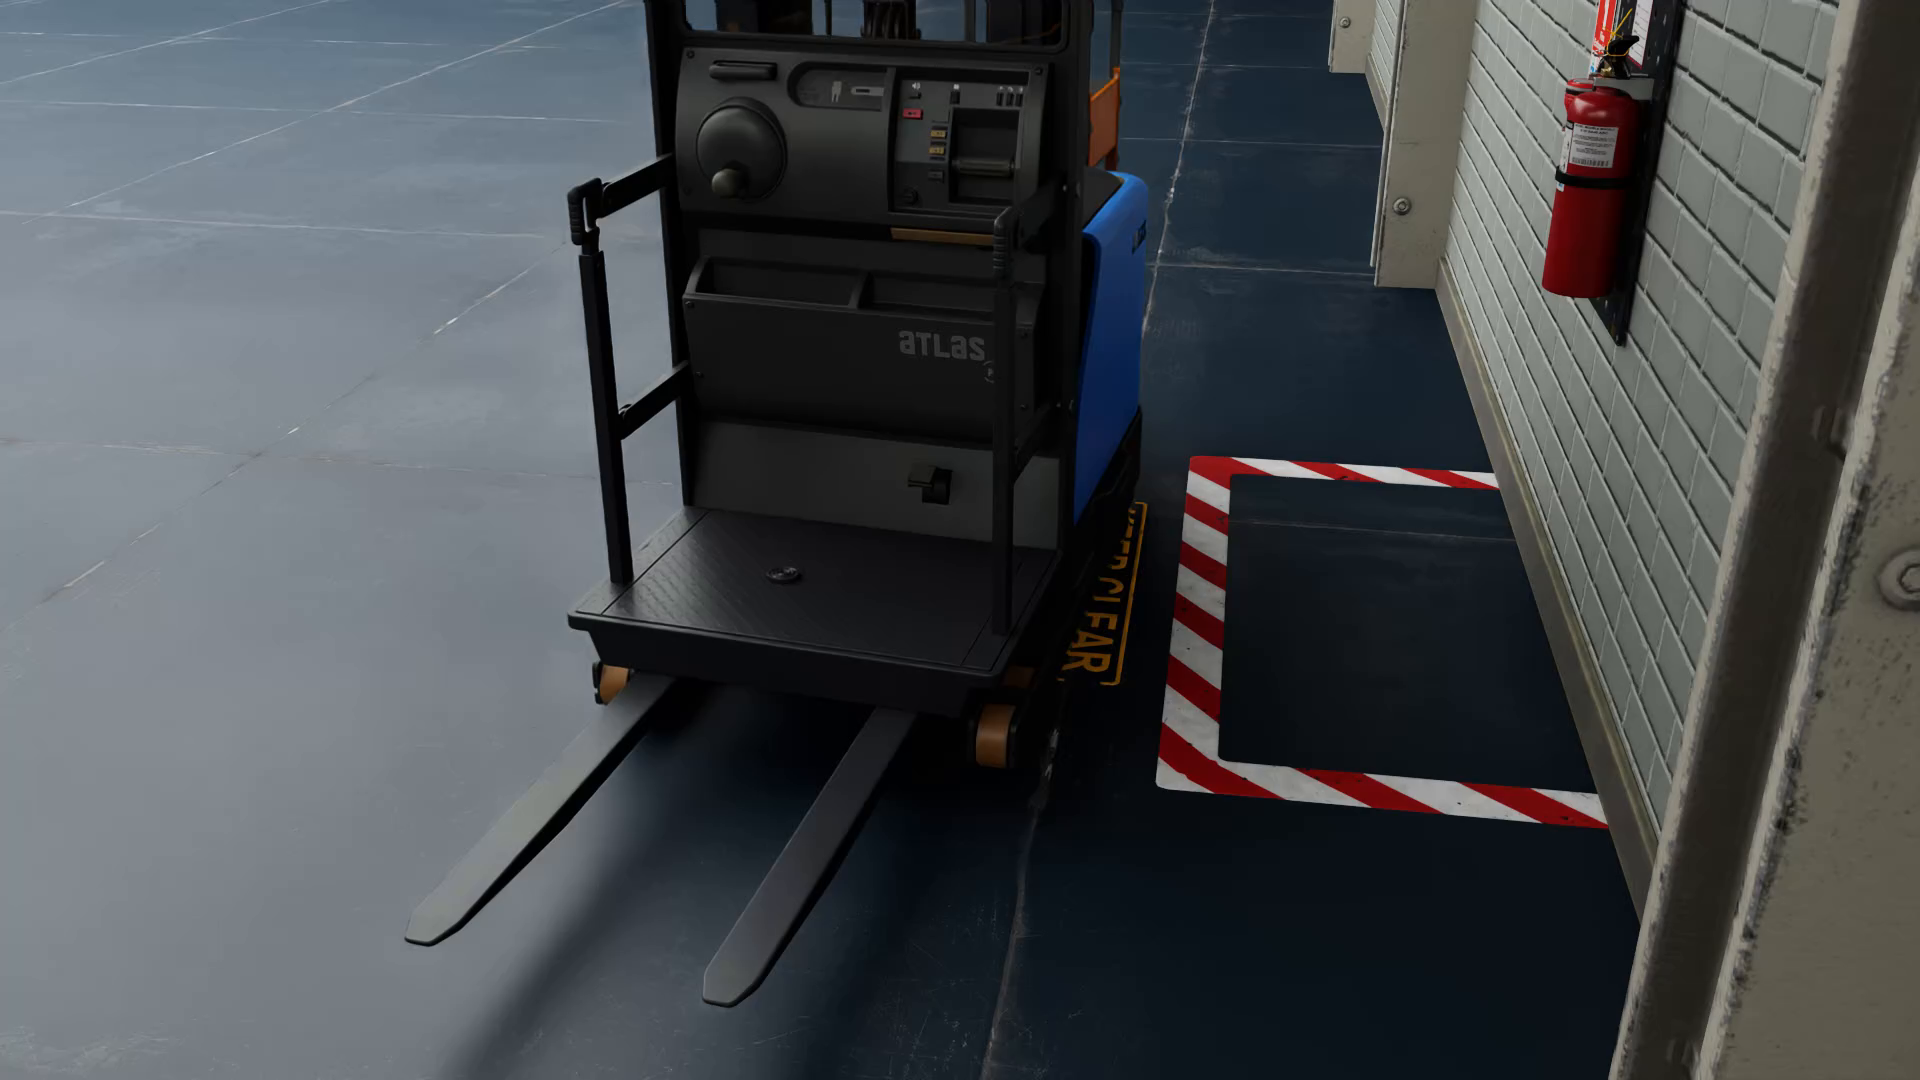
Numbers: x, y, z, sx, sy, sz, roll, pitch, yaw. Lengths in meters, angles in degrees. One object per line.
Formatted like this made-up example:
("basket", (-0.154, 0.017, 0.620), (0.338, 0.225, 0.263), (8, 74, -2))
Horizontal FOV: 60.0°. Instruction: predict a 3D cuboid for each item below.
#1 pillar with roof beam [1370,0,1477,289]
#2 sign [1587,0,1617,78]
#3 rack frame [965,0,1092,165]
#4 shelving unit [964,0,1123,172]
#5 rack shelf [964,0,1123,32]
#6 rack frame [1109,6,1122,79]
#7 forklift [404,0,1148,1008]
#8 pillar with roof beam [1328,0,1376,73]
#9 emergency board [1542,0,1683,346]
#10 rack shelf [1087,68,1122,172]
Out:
("pillar with roof beam", (-2.117, -5.636, 6.676), (9.100, 9.000, 0.400), (4, 25, 9))
("sign", (1.783, -1.382, 4.623), (0.001, 0.329, 0.234), (4, 25, 9))
("rack frame", (0.208, -1.191, 5.318), (0.400, 2.100, 0.015), (7, 26, 15))
("shelving unit", (0.276, -1.291, 5.531), (0.431, 2.100, 0.503), (7, 26, 15))
("rack shelf", (0.276, -1.912, 5.240), (0.431, 0.518, 0.480), (7, 26, 15))
("rack frame", (0.344, -1.390, 5.743), (0.400, 2.100, 0.015), (7, 26, 15))
("forklift", (-0.304, -0.953, 3.828), (1.130, 2.935, 3.031), (7, 26, 15))
("pillar with roof beam", (-1.137, -8.145, 12.037), (9.100, 9.000, 0.400), (4, 25, 9))
("emergency board", (1.591, -1.142, 4.152), (0.194, 1.169, 0.643), (4, 25, 9))
("rack shelf", (0.276, -1.278, 5.536), (0.431, 0.518, 0.480), (7, 26, 15))
